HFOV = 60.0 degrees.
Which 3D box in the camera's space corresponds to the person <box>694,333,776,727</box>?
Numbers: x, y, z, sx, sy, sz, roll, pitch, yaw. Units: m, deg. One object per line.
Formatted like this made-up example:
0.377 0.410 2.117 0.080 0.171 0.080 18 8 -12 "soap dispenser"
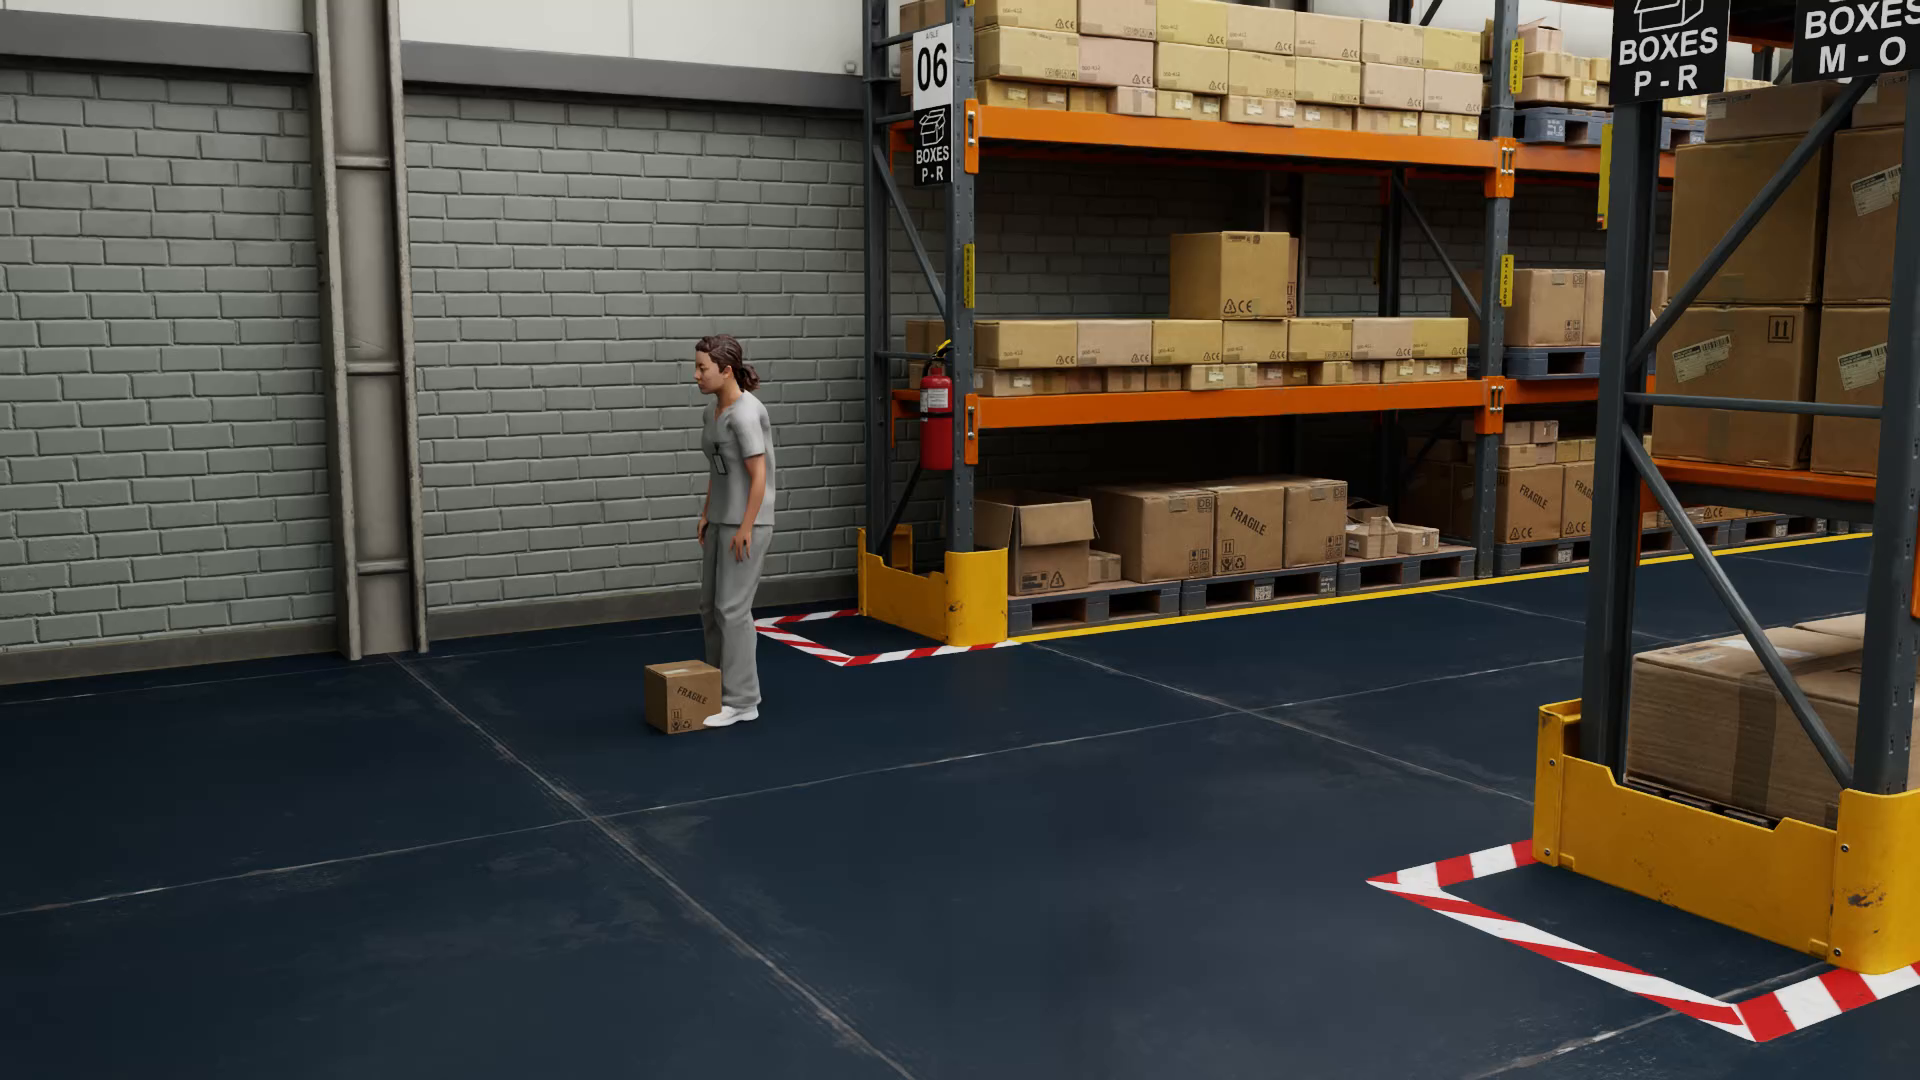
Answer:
-1.007 -0.050 7.176 0.404 1.673 0.486 -5 10 -30 "person"
